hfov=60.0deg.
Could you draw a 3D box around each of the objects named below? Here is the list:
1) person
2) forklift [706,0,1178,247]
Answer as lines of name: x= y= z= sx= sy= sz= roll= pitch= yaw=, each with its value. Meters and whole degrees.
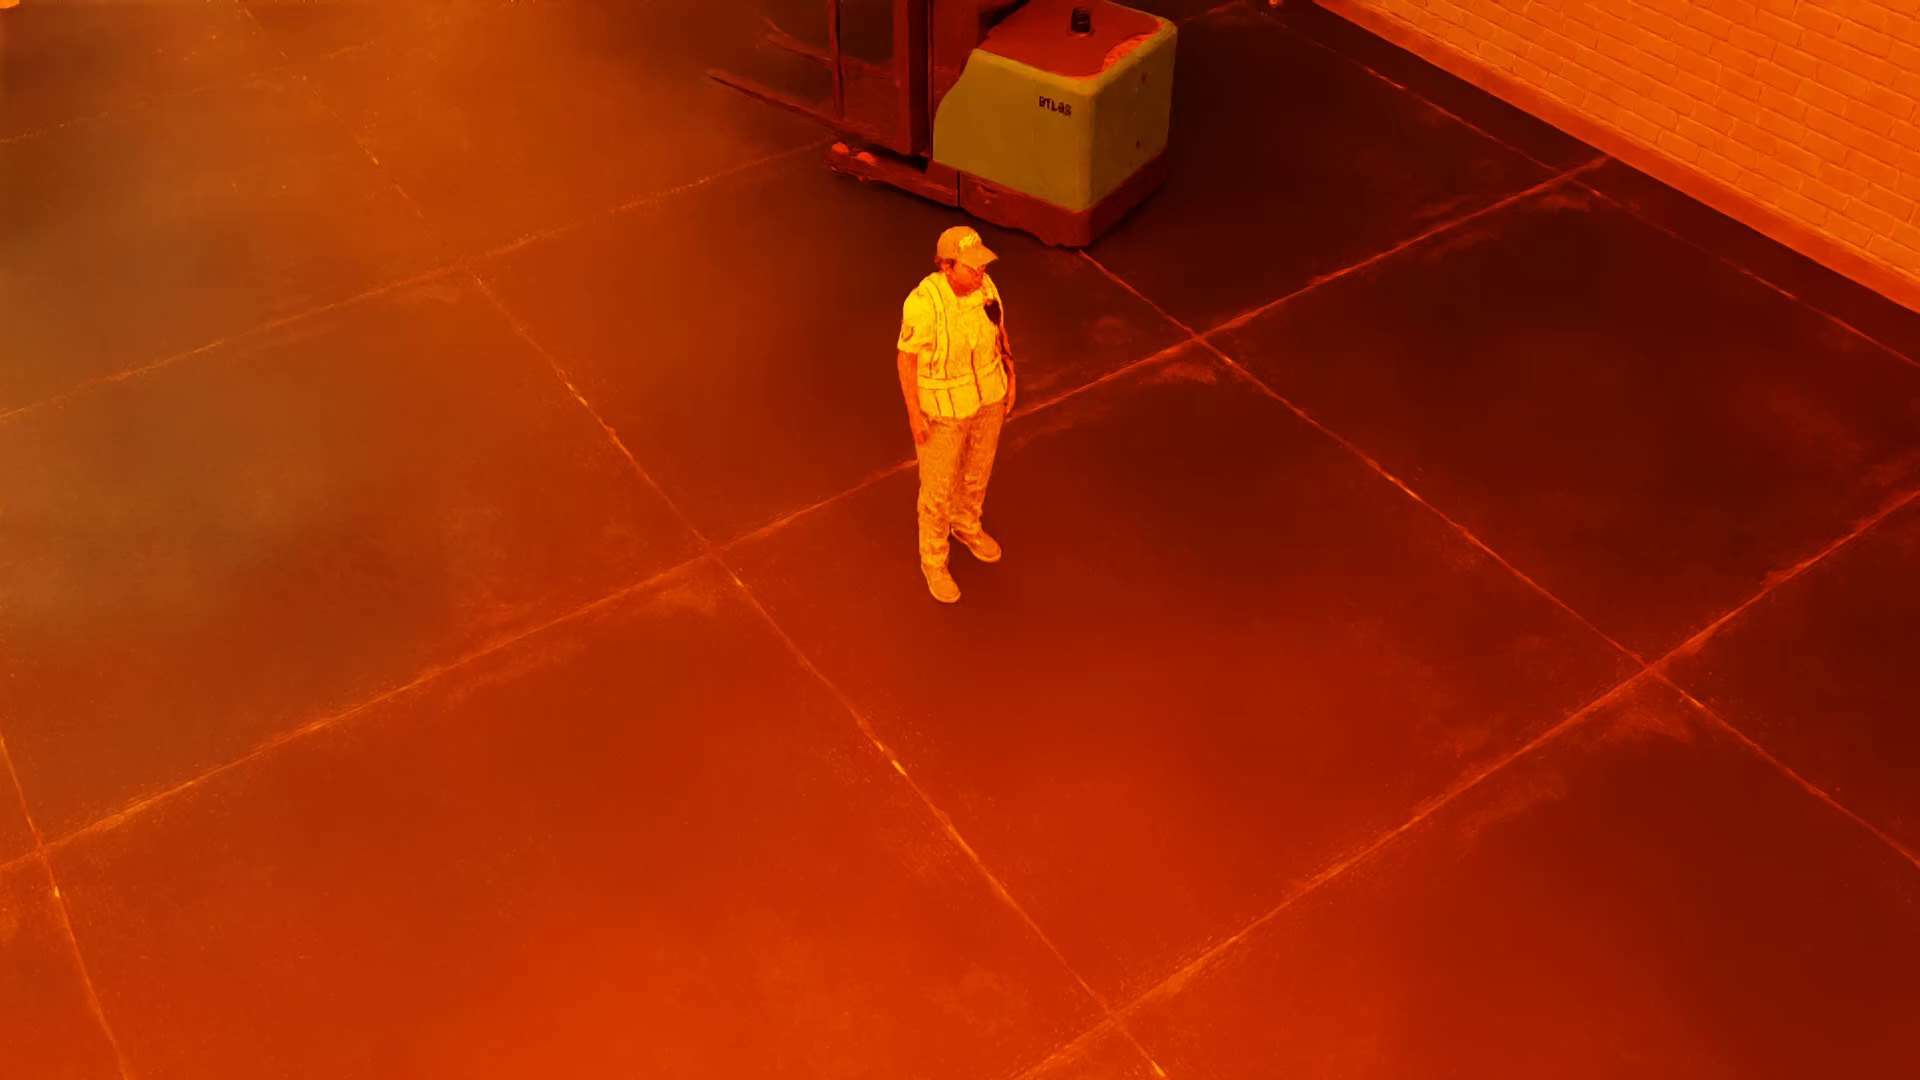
person: x=0.025 y=-0.567 z=7.253 sx=0.598 sy=1.669 sz=0.529 roll=-25 pitch=48 yaw=-25
forklift: x=-0.235 y=-3.567 z=9.586 sx=3.031 sy=2.935 sz=1.130 roll=25 pitch=48 yaw=25
